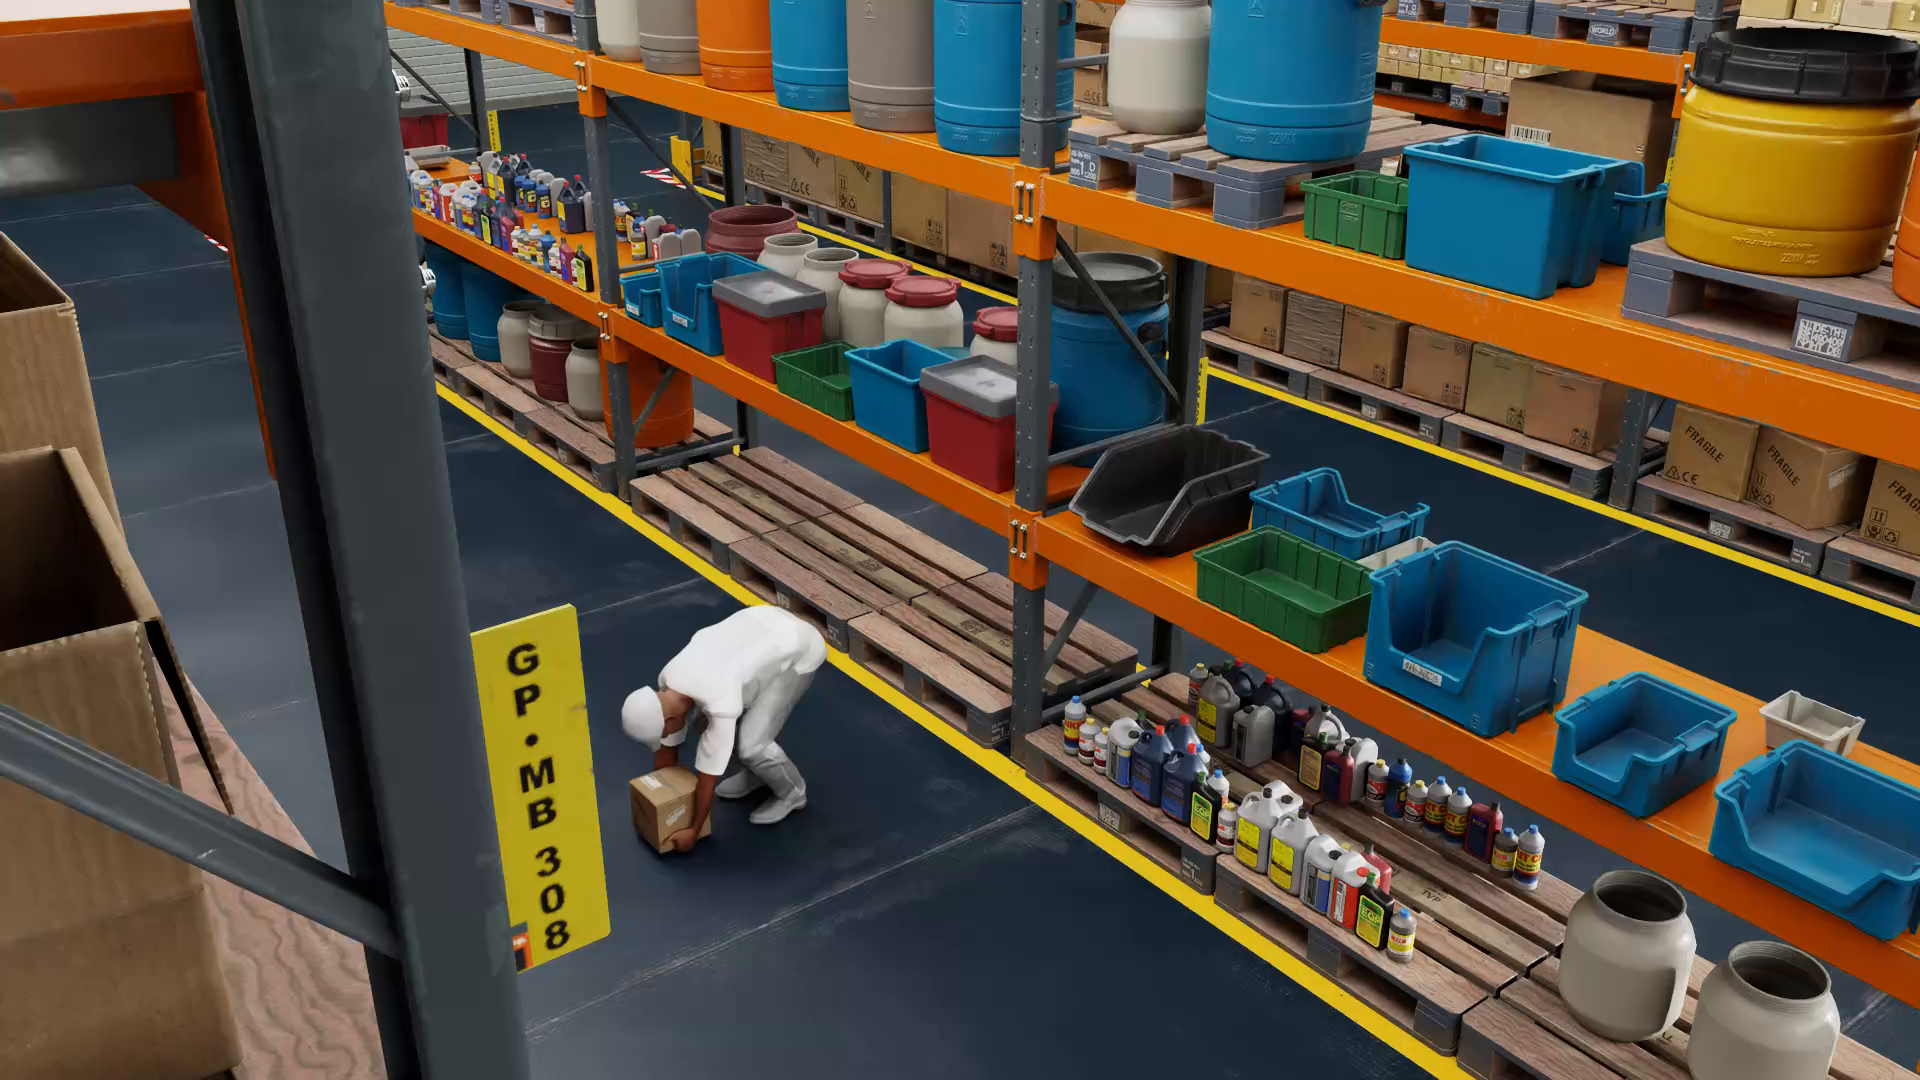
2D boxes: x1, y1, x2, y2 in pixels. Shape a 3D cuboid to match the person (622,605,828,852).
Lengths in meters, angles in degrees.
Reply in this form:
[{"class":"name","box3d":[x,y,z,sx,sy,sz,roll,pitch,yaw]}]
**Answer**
[{"class":"person","box3d":[-1.029,0.812,7.293,0.974,0.938,0.507,-20,31,-36]}]
